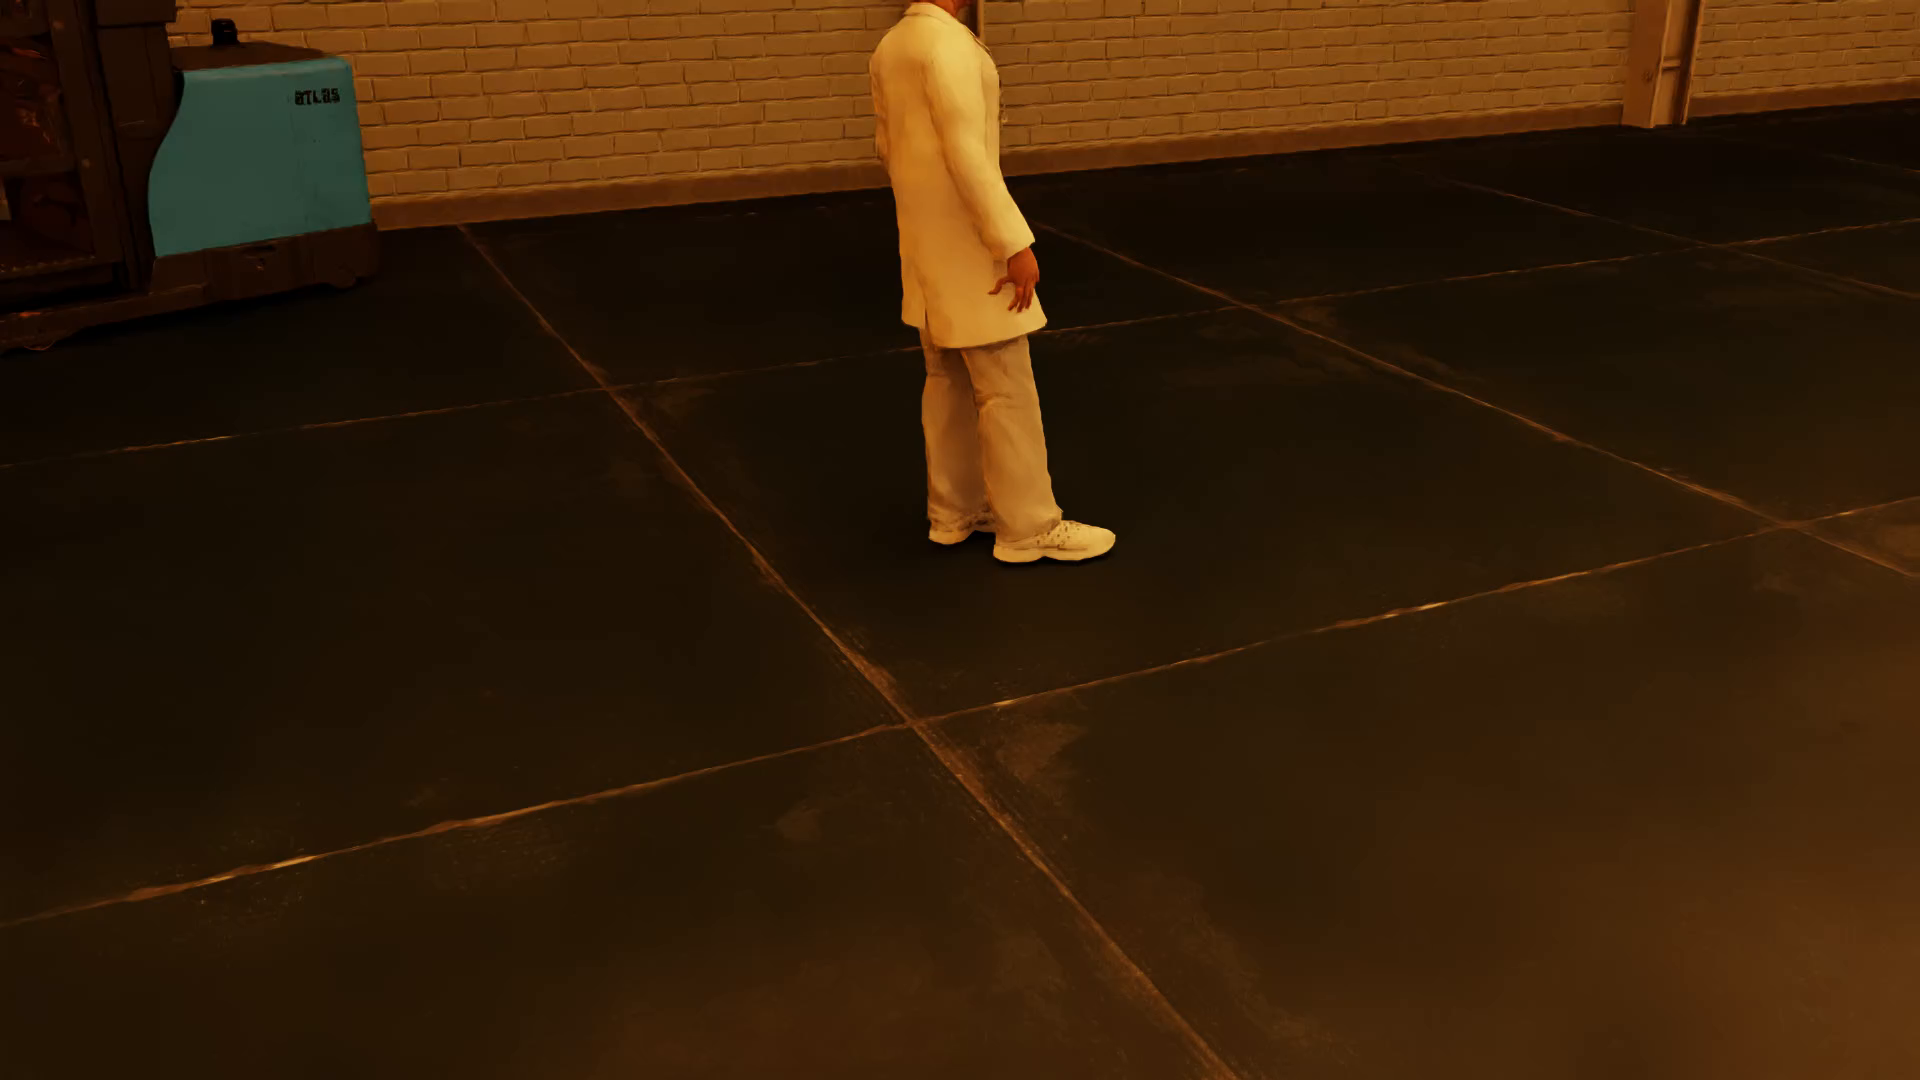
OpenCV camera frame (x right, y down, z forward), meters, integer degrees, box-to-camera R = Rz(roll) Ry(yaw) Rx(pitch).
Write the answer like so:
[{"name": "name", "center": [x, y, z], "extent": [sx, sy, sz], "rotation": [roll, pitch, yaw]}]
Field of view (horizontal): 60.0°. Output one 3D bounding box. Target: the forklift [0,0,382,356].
[{"name": "forklift", "center": [-4.200, -2.321, 6.874], "extent": [1.130, 2.935, 3.031], "rotation": [21, 30, 41]}]

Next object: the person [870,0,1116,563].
[{"name": "person", "center": [0.084, -0.841, 4.795], "extent": [0.579, 1.776, 0.694], "rotation": [-10, 25, -23]}]
